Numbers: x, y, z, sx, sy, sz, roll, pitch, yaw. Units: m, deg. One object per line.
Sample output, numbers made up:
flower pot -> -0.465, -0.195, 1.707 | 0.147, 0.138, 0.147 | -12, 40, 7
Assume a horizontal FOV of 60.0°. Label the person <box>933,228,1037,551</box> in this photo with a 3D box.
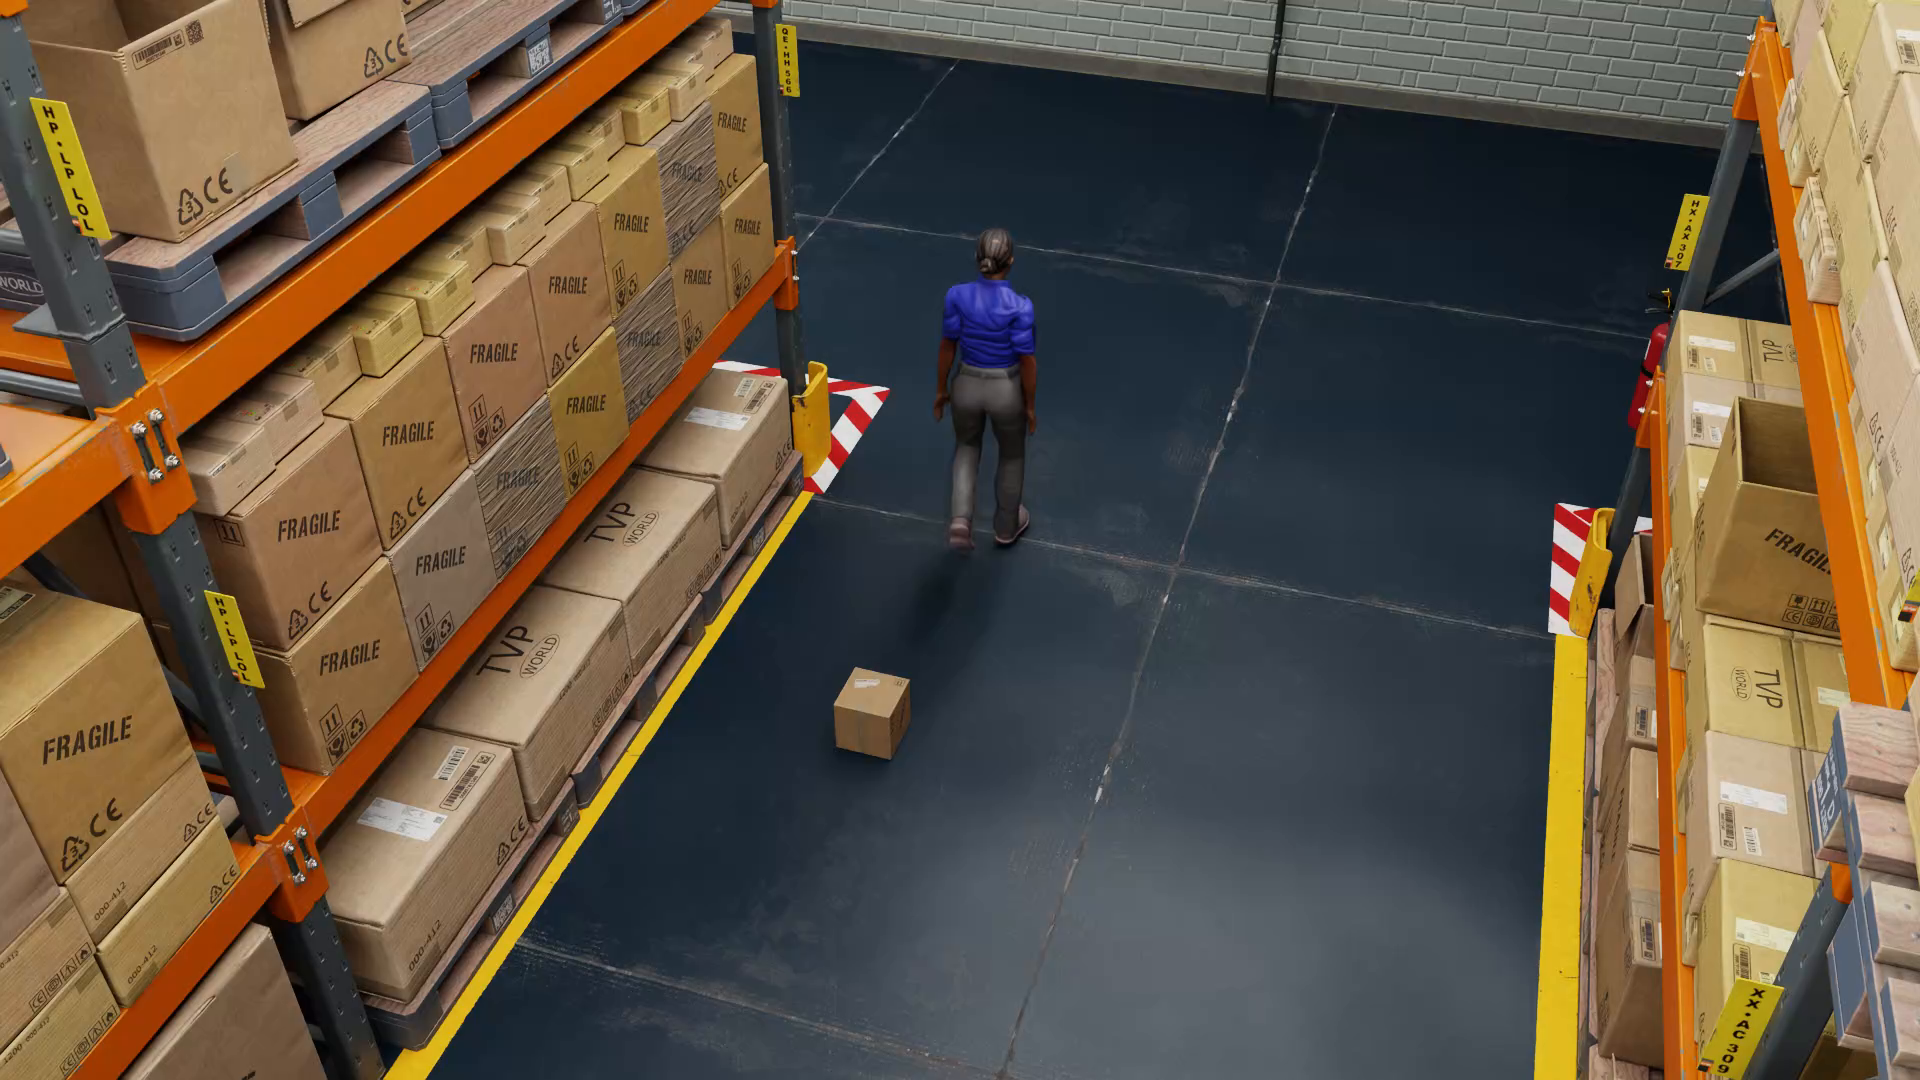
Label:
person -> 0.108, -0.645, 7.705 | 0.496, 1.645, 0.580 | 10, 38, 13
